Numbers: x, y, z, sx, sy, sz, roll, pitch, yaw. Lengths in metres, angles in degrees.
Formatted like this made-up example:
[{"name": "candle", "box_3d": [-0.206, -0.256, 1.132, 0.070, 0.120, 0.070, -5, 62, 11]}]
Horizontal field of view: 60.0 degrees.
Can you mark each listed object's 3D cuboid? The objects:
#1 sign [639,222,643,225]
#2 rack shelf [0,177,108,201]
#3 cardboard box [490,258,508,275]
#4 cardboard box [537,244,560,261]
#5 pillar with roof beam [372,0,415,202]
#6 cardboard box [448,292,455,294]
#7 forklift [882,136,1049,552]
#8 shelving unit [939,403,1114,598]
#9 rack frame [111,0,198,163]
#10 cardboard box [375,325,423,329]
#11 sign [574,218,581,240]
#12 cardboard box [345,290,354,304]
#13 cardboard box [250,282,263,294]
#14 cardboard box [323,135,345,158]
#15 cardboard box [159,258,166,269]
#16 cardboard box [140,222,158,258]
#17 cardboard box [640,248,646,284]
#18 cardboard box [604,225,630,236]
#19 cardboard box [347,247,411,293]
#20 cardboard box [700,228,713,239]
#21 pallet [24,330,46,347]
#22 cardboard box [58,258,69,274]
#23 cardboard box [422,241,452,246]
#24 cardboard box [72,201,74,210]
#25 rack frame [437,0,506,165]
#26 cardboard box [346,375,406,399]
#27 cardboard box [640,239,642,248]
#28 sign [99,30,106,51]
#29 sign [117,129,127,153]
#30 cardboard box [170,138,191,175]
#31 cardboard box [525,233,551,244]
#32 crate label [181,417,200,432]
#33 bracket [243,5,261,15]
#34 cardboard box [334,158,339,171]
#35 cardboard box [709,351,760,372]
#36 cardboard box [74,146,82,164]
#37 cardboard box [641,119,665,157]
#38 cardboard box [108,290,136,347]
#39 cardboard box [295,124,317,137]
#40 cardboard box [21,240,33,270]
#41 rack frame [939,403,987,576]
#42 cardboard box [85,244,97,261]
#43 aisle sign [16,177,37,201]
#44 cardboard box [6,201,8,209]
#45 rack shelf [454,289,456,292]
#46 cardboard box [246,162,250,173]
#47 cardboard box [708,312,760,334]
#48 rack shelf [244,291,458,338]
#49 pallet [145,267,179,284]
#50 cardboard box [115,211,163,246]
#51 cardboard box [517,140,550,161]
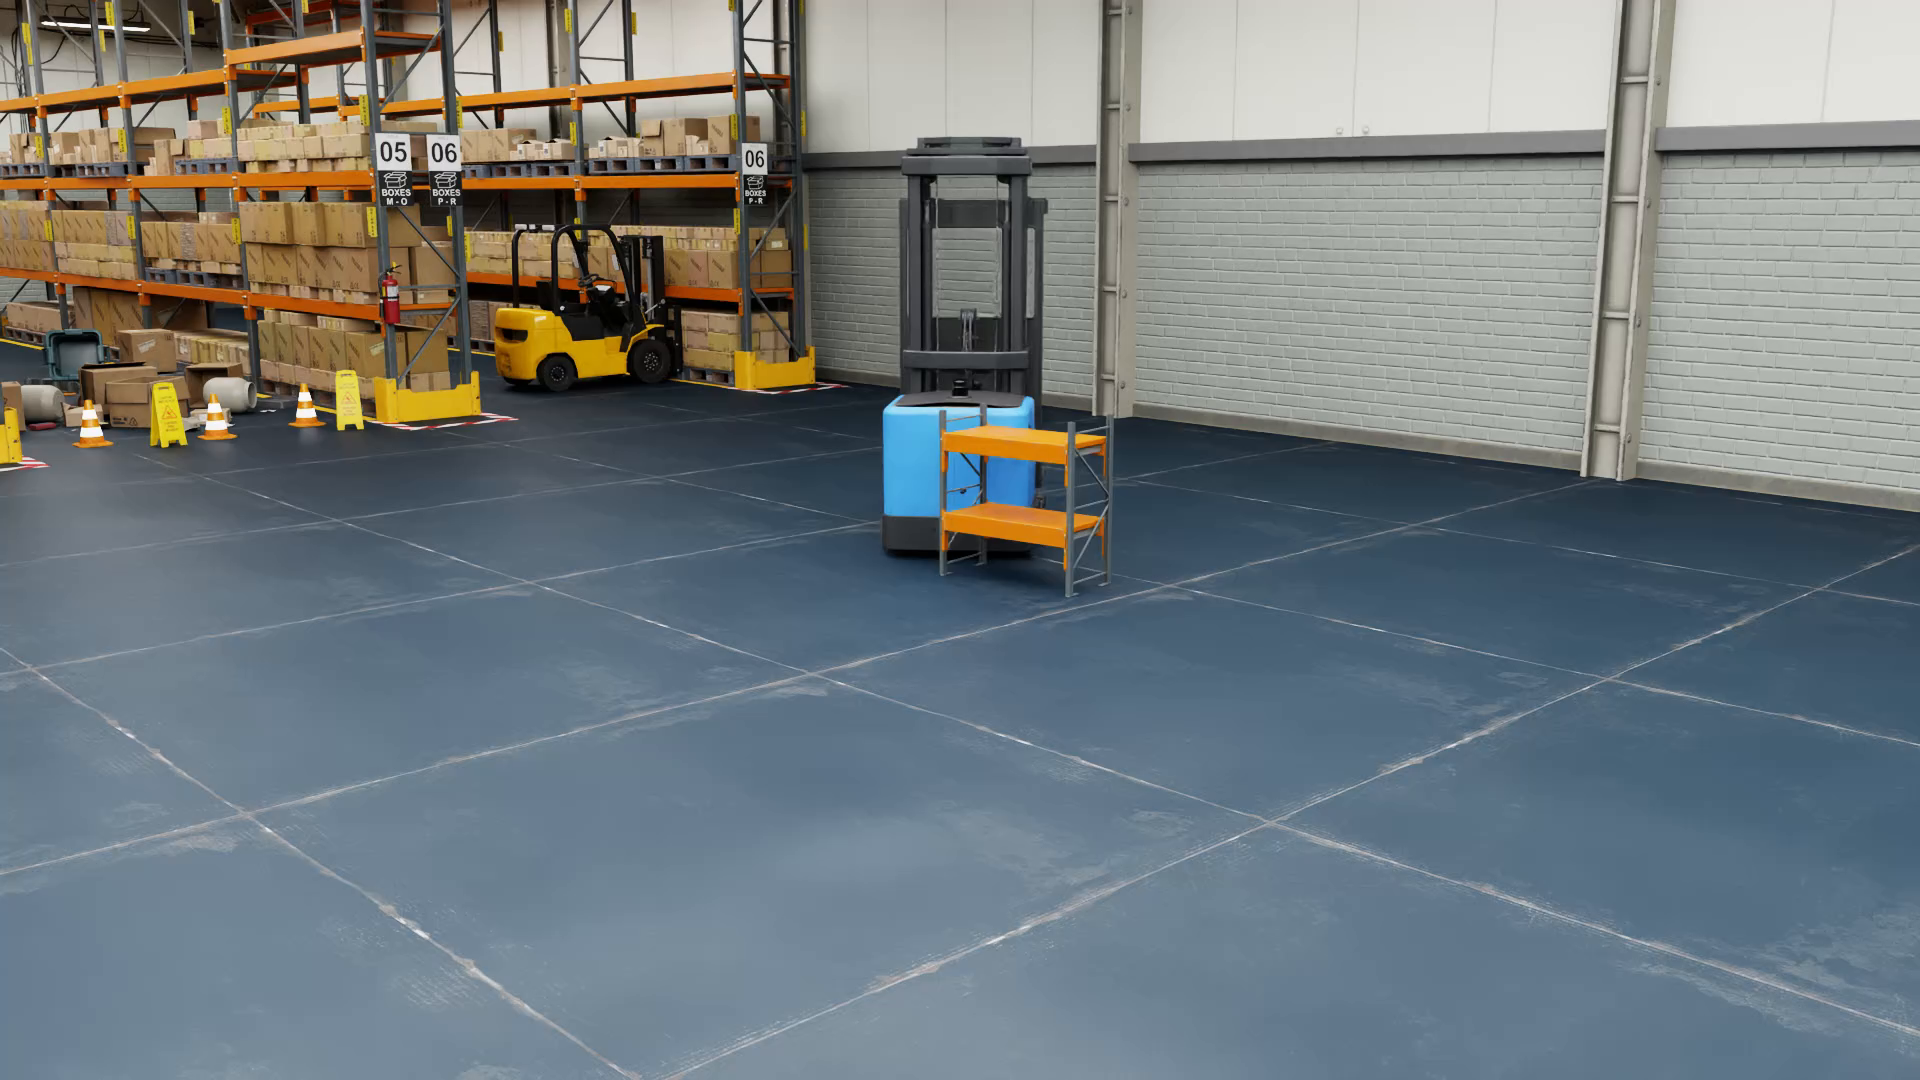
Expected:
[{"name": "sign", "box_3d": [-4.883, -4.698, 25.438, 0.100, 0.325, 0.005, -11, 16, -43]}, {"name": "rack shelf", "box_3d": [-15.777, -6.041, 28.651, 1.077, 0.370, 4.000, -11, 16, -43]}, {"name": "cardboard box", "box_3d": [-7.212, -4.421, 26.806, 0.500, 0.250, 0.500, 11, 16, 43]}, {"name": "cardboard box", "box_3d": [-6.168, -4.439, 25.656, 0.500, 0.250, 0.500, 11, 16, 44]}, {"name": "pillar with roof beam", "box_3d": [-13.751, -7.891, 28.410, 9.100, 9.000, 0.548, -11, 16, -43]}, {"name": "cardboard box", "box_3d": [-8.910, -4.311, 29.451, 0.380, 0.149, 0.250, -11, 16, -44]}, {"name": "forklift", "box_3d": [0.112, -1.594, 12.886, 1.130, 2.935, 3.031, 1, 12, 6]}, {"name": "shelving unit", "box_3d": [0.430, -0.286, 11.014, 1.048, 1.125, 0.538, 9, 14, 36]}, {"name": "rack frame", "box_3d": [-11.633, -6.987, 24.025, 1.000, 3.000, 0.127, -11, 16, -43]}, {"name": "cardboard box", "box_3d": [-6.847, -2.343, 20.265, 0.500, 0.500, 0.500, 11, 16, 43]}, {"name": "sign", "box_3d": [-5.669, -4.609, 24.674, 0.100, 0.325, 0.005, -11, 16, -43]}, {"name": "cardboard box", "box_3d": [-6.939, -2.845, 19.410, 0.380, 0.149, 0.250, -11, 16, -44]}, {"name": "cardboard box", "box_3d": [-8.886, -3.251, 21.382, 0.380, 0.149, 0.250, -11, 16, -43]}, {"name": "cardboard box", "box_3d": [-6.994, -4.535, 19.193, 0.500, 0.250, 0.500, -11, 16, -43]}, {"name": "cardboard box", "box_3d": [-11.217, -3.966, 23.810, 0.250, 0.149, 0.380, 10, 16, 41]}, {"name": "cardboard box", "box_3d": [-11.490, -4.351, 24.073, 0.500, 0.500, 0.500, 11, 16, 44]}, {"name": "cardboard box", "box_3d": [-4.444, -3.958, 23.940, 0.500, 0.500, 0.500, -11, 16, -43]}, {"name": "cardboard box", "box_3d": [-5.019, -4.559, 24.513, 0.380, 0.149, 0.250, -11, 16, -42]}, {"name": "cardboard box", "box_3d": [-6.683, -3.117, 19.122, 0.500, 0.500, 0.500, -11, 16, -44]}, {"name": "cardboard box", "box_3d": [-3.314, -4.175, 22.650, 0.380, 0.149, 0.250, -10, 16, -41]}, {"name": "pallet", "box_3d": [-15.711, -3.567, 29.202, 1.003, 0.211, 1.213, -11, 16, -43]}, {"name": "cardboard box", "box_3d": [-14.283, -4.458, 26.989, 0.500, 0.250, 0.500, 11, 16, 44]}, {"name": "cardboard box", "box_3d": [-9.009, -4.982, 28.492, 0.500, 0.250, 0.500, 11, 16, 42]}, {"name": "cardboard box", "box_3d": [-14.822, -5.638, 28.010, 0.380, 0.149, 0.250, -11, 16, -43]}, {"name": "rack frame", "box_3d": [-8.046, -7.679, 27.385, 1.000, 3.000, 0.127, -11, 16, -43]}, {"name": "cardboard box", "box_3d": [-6.878, -1.824, 19.606, 0.500, 0.250, 0.500, -11, 16, -43]}, {"name": "cardboard box", "box_3d": [-4.391, -4.250, 23.752, 0.250, 0.149, 0.380, 11, 16, 43]}, {"name": "sign", "box_3d": [-14.012, -8.145, 27.132, 0.100, 0.325, 0.005, -11, 16, -43]}, {"name": "sign", "box_3d": [-12.041, -5.734, 23.898, 0.100, 0.325, 0.005, -11, 16, -43]}, {"name": "cardboard box", "box_3d": [-10.559, -5.350, 23.256, 0.797, 0.503, 0.637, -11, 16, -43]}, {"name": "cardboard box", "box_3d": [-6.584, -4.725, 26.058, 0.380, 0.149, 0.250, -11, 16, -42]}, {"name": "crate label", "box_3d": [-8.495, -1.264, 18.208, 0.298, 0.136, 0.250, 3, 12, 16]}, {"name": "bracket", "box_3d": [-14.751, -11.019, 34.674, 0.235, 0.232, 0.430, -11, 16, -43]}, {"name": "cardboard box", "box_3d": [-7.039, -4.362, 19.340, 0.380, 0.149, 0.250, -11, 16, -42]}, {"name": "cardboard box", "box_3d": [-3.074, -2.457, 22.678, 0.500, 0.250, 0.500, -11, 16, -42]}, {"name": "cardboard box", "box_3d": [-13.387, -5.926, 25.602, 0.396, 0.266, 0.258, -9, 15, -38]}, {"name": "cardboard box", "box_3d": [-4.015, -5.633, 23.340, 0.797, 0.503, 0.637, -10, 15, -41]}, {"name": "cardboard box", "box_3d": [-12.663, -3.457, 25.983, 0.875, 0.875, 0.875, -11, 16, -42]}, {"name": "cardboard box", "box_3d": [-7.639, -4.845, 19.709, 0.380, 0.149, 0.250, -10, 16, -41]}, {"name": "cardboard box", "box_3d": [-15.618, -4.859, 28.317, 0.500, 0.500, 0.500, -11, 16, -43]}, {"name": "rack frame", "box_3d": [0.023, -0.348, 11.313, 0.032, 1.125, 0.500, 9, 14, 36]}, {"name": "cardboard box", "box_3d": [-13.236, -4.478, 25.844, 0.500, 0.250, 0.500, 11, 16, 43]}, {"name": "aisle sign", "box_3d": [-16.984, -6.543, 30.296, 0.394, 0.787, 0.004, -11, 16, -43]}, {"name": "cardboard box", "box_3d": [-16.370, -5.833, 28.959, 0.380, 0.149, 0.250, -11, 16, -42]}, {"name": "rack shelf", "box_3d": [-9.427, -4.681, 29.480, 1.077, 0.370, 4.000, -11, 16, -43]}, {"name": "cardboard box", "box_3d": [-8.833, -4.731, 21.129, 0.380, 0.149, 0.250, -11, 16, -43]}, {"name": "cardboard box", "box_3d": [-3.065, -2.946, 22.573, 0.500, 0.250, 0.500, -10, 15, -41]}, {"name": "rack shelf", "box_3d": [-7.490, -2.821, 20.453, 1.077, 0.370, 4.000, -11, 16, -43]}, {"name": "pallet", "box_3d": [-11.064, -3.866, 24.217, 1.213, 0.211, 1.003, -11, 16, -43]}, {"name": "cardboard box", "box_3d": [-12.180, -4.627, 24.709, 0.500, 0.500, 0.500, 11, 16, 44]}, {"name": "cardboard box", "box_3d": [-6.490, -6.021, 25.703, 0.500, 0.311, 0.500, 11, 16, 43]}]
